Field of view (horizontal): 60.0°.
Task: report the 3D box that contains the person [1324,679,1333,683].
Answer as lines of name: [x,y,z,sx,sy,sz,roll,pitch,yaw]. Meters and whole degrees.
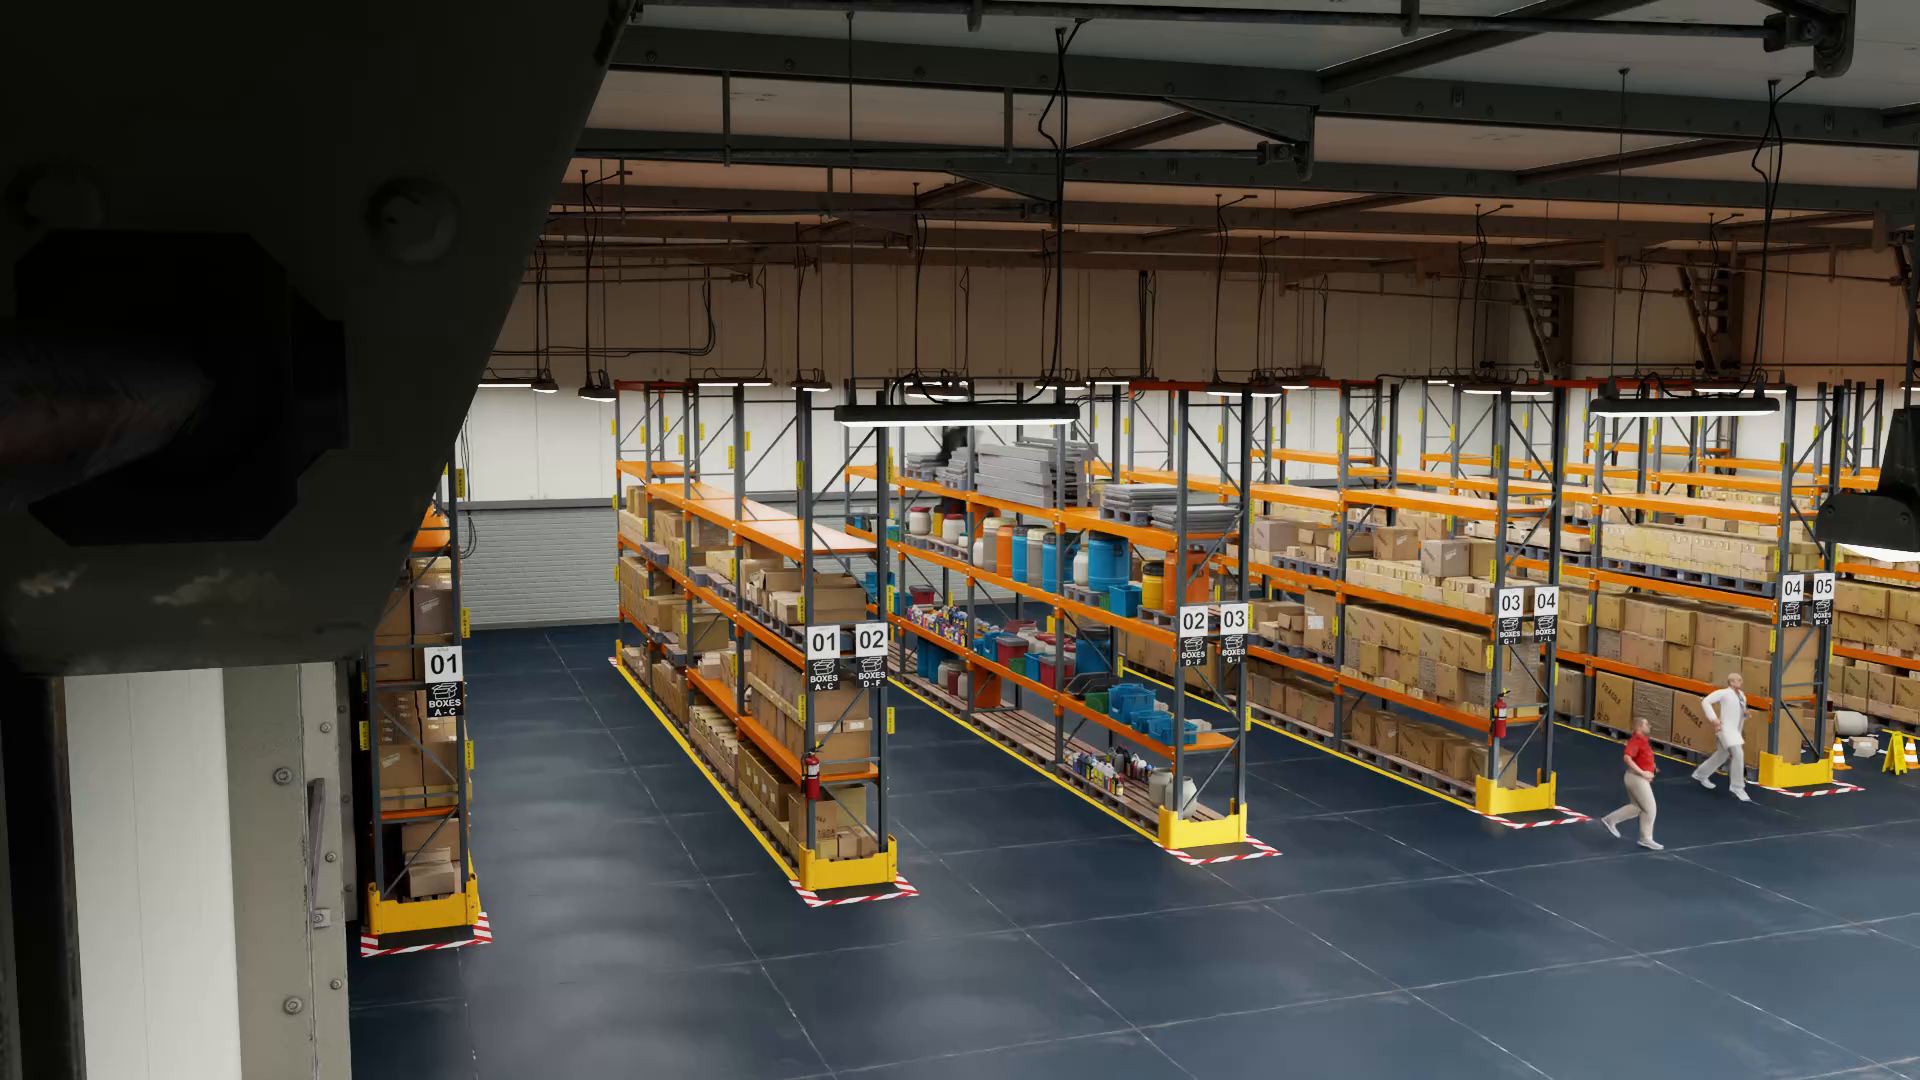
person: [7.279,1.927,33.417,0.668,1.786,0.893,-2,6,-21]

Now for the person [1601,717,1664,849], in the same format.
person: [8.883,3.181,21.869,0.764,1.728,0.680,2,6,20]

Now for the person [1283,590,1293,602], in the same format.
person: [8.115,1.066,41.675,0.916,1.686,0.613,-3,7,-23]

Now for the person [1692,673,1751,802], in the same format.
person: [11.359,2.863,24.576,0.716,1.810,0.954,-5,8,-41]
